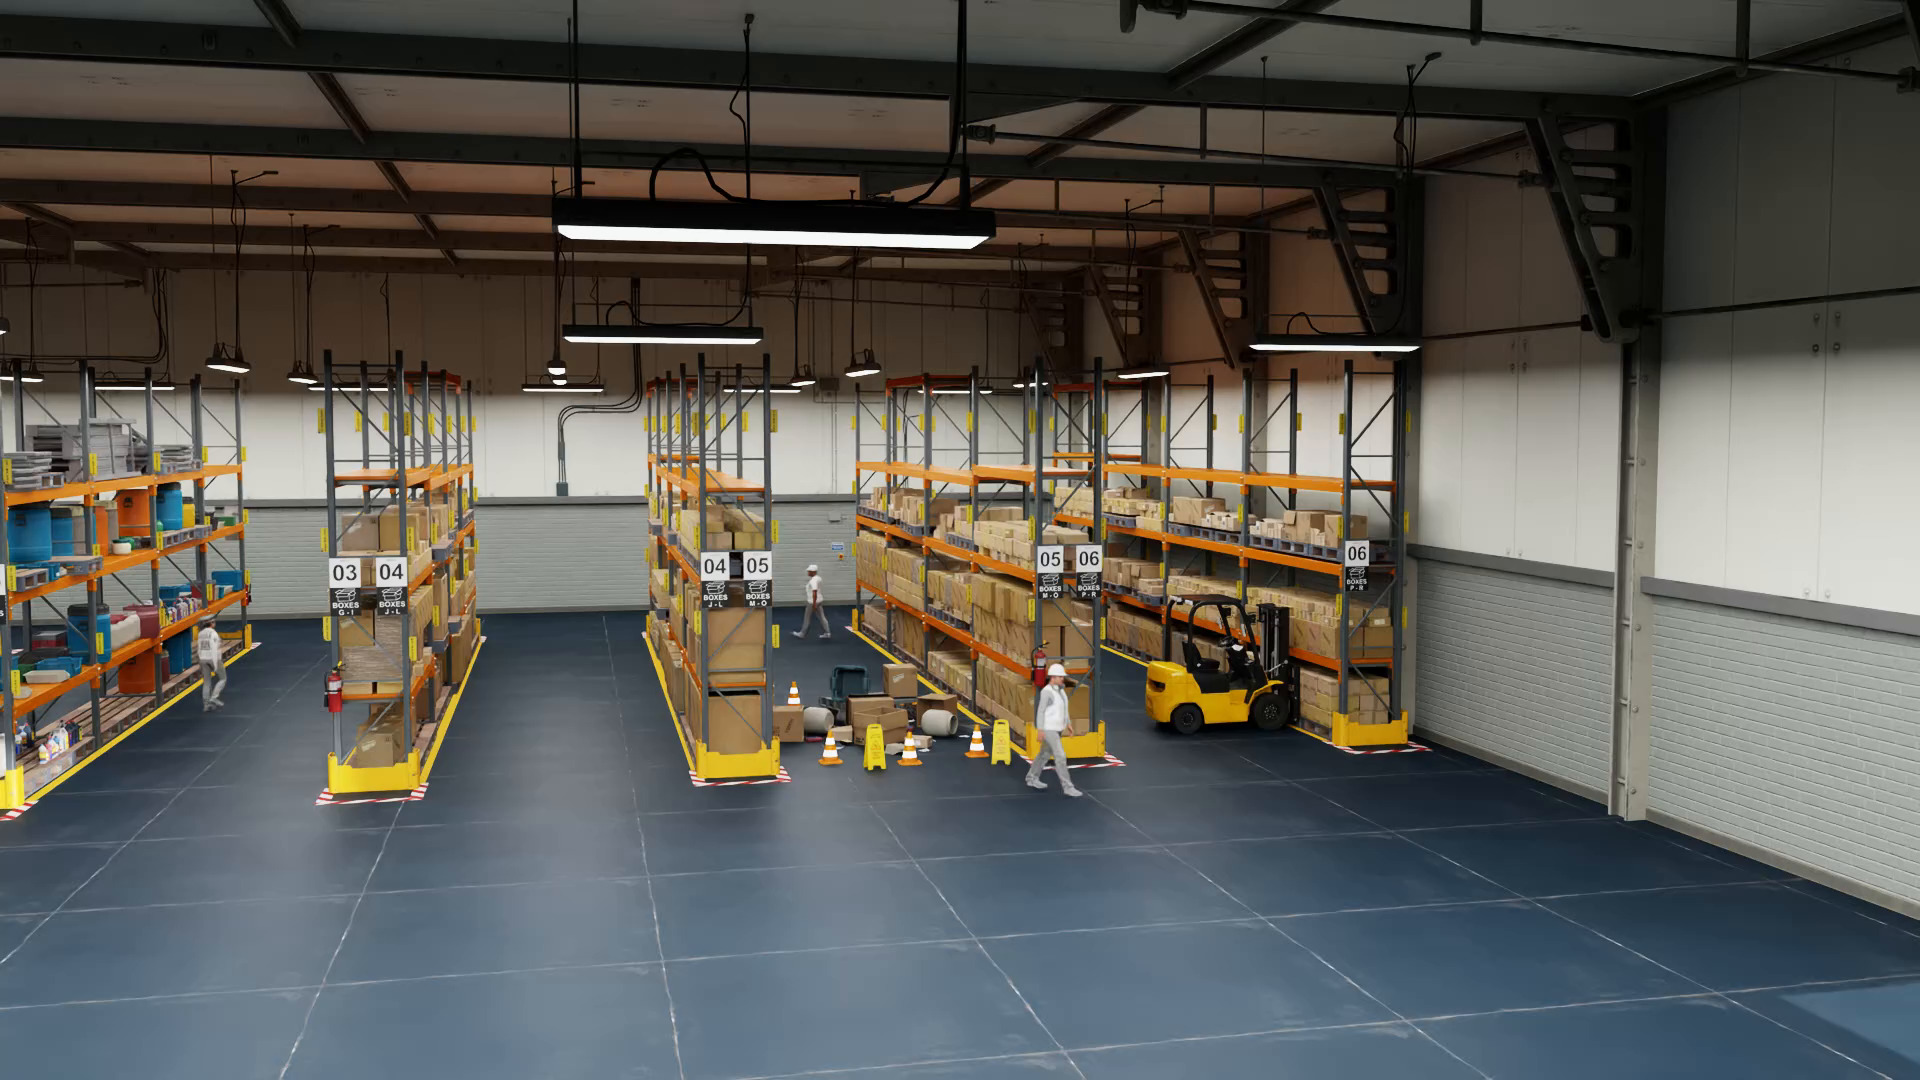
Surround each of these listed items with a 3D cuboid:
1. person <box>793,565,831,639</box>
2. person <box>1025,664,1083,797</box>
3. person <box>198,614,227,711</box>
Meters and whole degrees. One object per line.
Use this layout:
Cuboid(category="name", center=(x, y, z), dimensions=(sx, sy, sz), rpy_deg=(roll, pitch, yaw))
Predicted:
Cuboid(category="person", center=(-3.452, 1.439, 38.740), dimensions=(0.922, 1.736, 0.585), rpy_deg=(1, 4, 16))
Cuboid(category="person", center=(1.303, 2.543, 22.532), dimensions=(0.942, 1.725, 0.562), rpy_deg=(2, 4, 24))
Cuboid(category="person", center=(-13.115, 2.134, 29.084), dimensions=(0.517, 1.671, 0.458), rpy_deg=(0, 4, 4))
